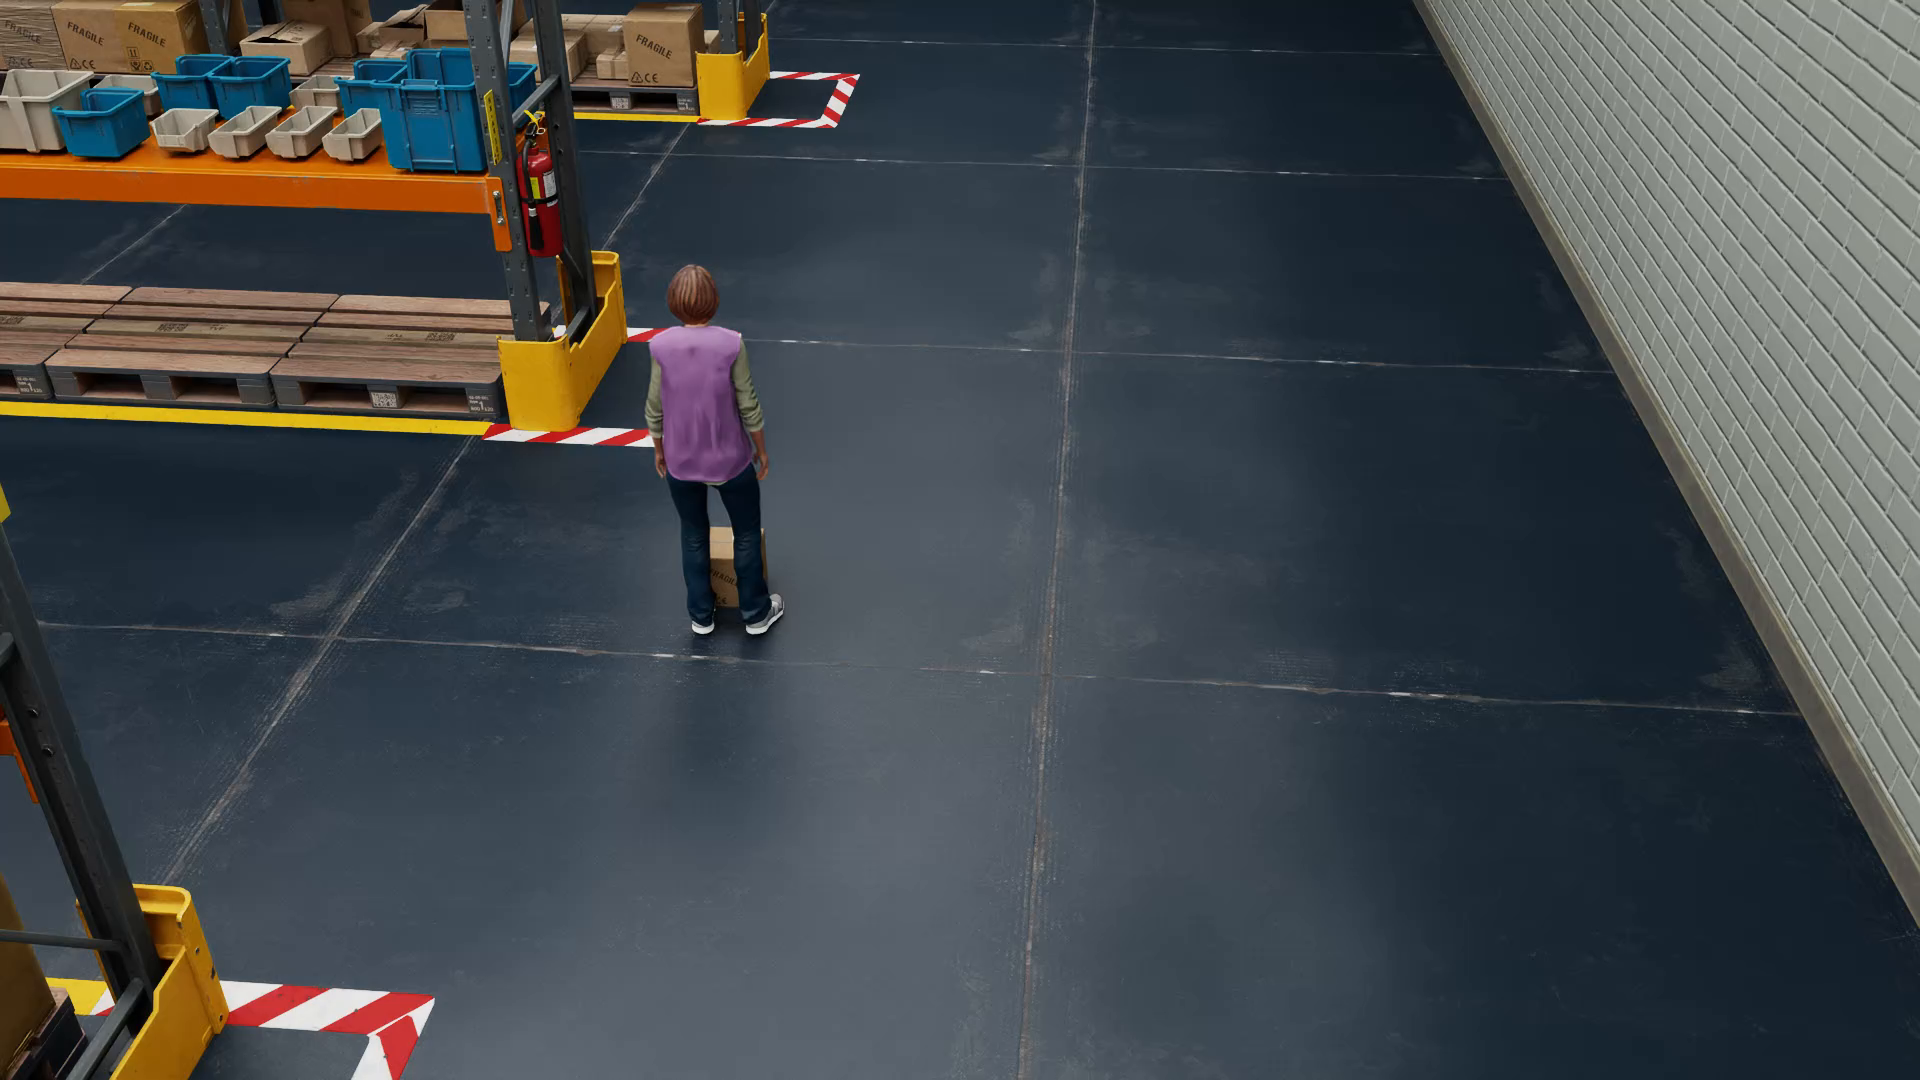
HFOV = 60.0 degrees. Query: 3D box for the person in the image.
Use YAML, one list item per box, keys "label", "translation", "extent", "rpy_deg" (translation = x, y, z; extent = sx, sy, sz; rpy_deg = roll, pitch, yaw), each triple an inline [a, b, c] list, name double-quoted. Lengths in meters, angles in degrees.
- label: "person"
  translation: [-0.997, -0.322, 6.655]
  extent: [0.473, 1.593, 0.350]
  rpy_deg: [2, 32, 3]
